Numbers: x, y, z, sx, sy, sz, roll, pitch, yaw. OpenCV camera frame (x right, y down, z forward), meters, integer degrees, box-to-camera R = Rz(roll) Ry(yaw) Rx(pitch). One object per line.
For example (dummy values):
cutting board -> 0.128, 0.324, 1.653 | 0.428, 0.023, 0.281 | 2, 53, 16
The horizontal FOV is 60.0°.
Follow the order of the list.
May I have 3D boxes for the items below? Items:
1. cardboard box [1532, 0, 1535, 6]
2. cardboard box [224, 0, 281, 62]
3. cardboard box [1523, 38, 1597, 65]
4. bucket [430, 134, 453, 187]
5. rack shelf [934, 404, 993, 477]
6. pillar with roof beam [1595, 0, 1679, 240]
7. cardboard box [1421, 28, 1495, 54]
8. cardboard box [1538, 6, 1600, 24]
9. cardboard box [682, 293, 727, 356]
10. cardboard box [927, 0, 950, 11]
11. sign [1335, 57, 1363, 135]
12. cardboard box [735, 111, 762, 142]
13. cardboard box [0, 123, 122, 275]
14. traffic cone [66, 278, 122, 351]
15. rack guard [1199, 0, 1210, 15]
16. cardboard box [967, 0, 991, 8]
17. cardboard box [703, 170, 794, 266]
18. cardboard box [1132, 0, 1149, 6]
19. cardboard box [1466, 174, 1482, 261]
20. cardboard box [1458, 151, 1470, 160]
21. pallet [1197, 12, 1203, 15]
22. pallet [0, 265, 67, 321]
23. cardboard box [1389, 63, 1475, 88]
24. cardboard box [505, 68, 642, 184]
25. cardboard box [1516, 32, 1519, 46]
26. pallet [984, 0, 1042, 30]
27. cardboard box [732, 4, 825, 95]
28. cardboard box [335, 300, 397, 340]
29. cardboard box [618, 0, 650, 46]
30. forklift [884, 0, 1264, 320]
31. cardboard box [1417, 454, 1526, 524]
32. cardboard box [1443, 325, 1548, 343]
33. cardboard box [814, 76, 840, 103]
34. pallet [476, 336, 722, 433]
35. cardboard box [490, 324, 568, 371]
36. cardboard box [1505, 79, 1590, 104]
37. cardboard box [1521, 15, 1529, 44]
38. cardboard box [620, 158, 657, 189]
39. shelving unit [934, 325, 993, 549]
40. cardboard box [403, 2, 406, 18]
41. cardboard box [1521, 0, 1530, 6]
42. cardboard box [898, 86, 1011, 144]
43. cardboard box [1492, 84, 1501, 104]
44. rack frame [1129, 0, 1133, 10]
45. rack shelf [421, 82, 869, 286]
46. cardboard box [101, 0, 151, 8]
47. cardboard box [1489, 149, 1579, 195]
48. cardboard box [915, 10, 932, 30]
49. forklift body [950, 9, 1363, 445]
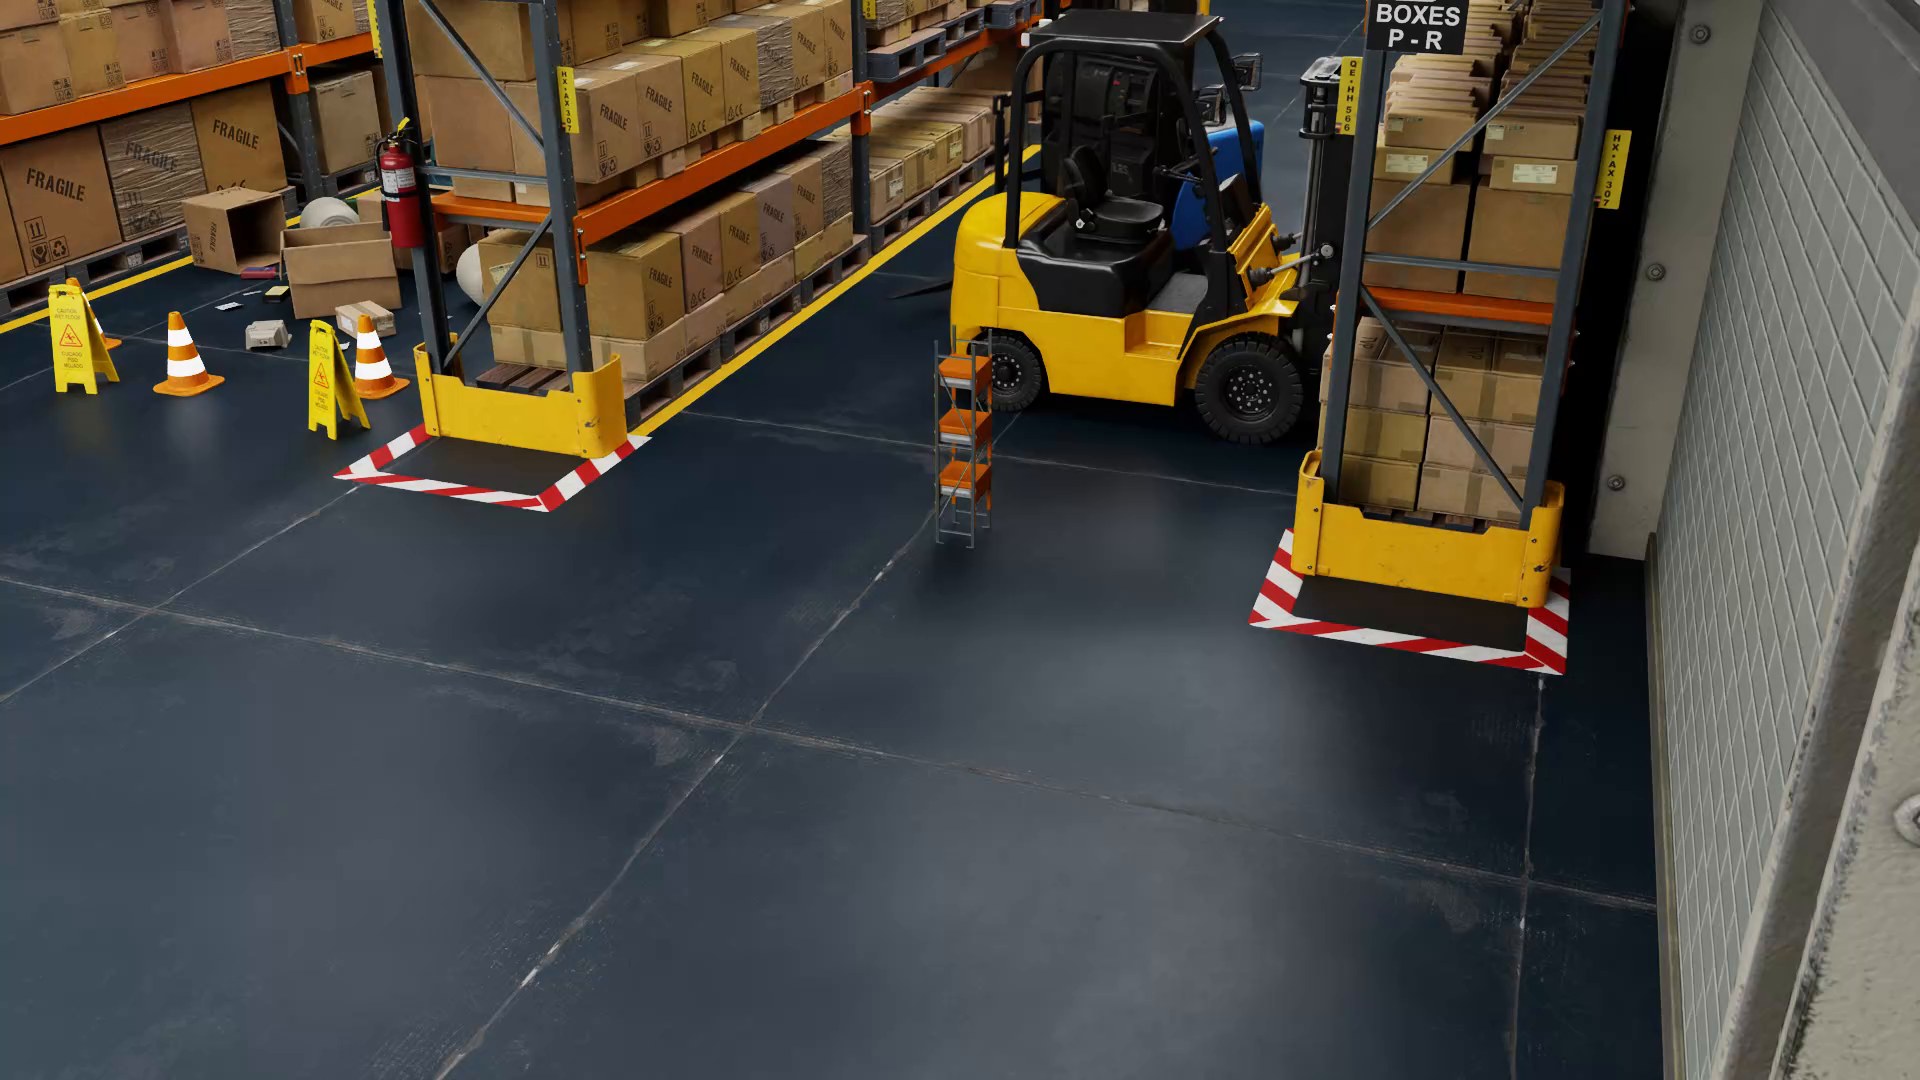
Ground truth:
cardboard box -> 4.437, -4.023, 12.258 | 0.380, 0.149, 0.250 | 10, 27, 19
cardboard box -> -5.979, -4.148, 13.202 | 0.875, 0.550, 0.550 | 9, 27, 17
cardboard box -> 3.238, -2.613, 9.005 | 0.380, 0.149, 0.250 | 8, 27, 17
bucket -> -3.739, -3.054, 13.128 | 0.726, 0.611, 0.620 | 20, 22, 35
rack shelf -> 0.018, -0.485, 8.071 | 0.215, 0.259, 0.240 | 9, 27, 17
pillar with roof beam -> 1.203, -7.141, 12.672 | 9.100, 9.000, 0.400 | 9, 27, 17
cardboard box -> 2.808, -2.794, 9.377 | 0.380, 0.149, 0.250 | 8, 27, 17
cardboard box -> 3.695, -3.135, 10.082 | 0.380, 0.149, 0.250 | 9, 27, 18
cardboard box -> -1.791, -1.365, 10.300 | 0.500, 0.250, 0.500 | 10, 27, 19
cardboard box -> -0.396, -4.483, 13.130 | 0.500, 0.500, 0.500 | 9, 27, 17
sign -> 1.678, -1.907, 7.147 | 0.100, 0.325, 0.005 | 9, 27, 17
cardboard box -> -1.485, -2.638, 10.545 | 0.380, 0.149, 0.250 | 9, 27, 18
cardboard box -> -6.745, -2.473, 11.871 | 0.875, 0.875, 0.875 | 8, 27, 17
traffic cone -> -5.683, -1.460, 10.735 | 0.336, 0.463, 0.334 | 9, 27, 17
rack guard -> 2.835, -7.373, 22.905 | 1.175, 0.500, 0.348 | 9, 27, 17
cardboard box -> 0.045, -4.660, 14.239 | 0.380, 0.149, 0.250 | 9, 27, 18
cardboard box -> -1.446, -2.145, 11.051 | 0.500, 0.500, 0.500 | 10, 28, 20
cardboard box -> 2.103, -6.491, 20.672 | 0.875, 0.438, 0.875 | 8, 27, 16
cardboard box -> 2.764, -1.621, 8.041 | 0.500, 0.500, 0.500 | 10, 27, 19
cardboard box -> 2.237, -1.922, 7.919 | 0.380, 0.149, 0.250 | 9, 27, 18
pallet -> 2.635, -6.894, 22.245 | 1.003, 0.211, 1.213 | 9, 27, 17
pallet -> -7.006, -1.675, 11.466 | 1.003, 0.211, 1.213 | 9, 27, 17
cardboard box -> 2.355, -2.276, 8.308 | 0.380, 0.149, 0.250 | 9, 27, 19
cardboard box -> -2.078, -2.247, 8.992 | 0.500, 0.500, 0.500 | 8, 27, 17
cardboard box -> 3.603, -3.448, 11.527 | 0.500, 0.250, 0.500 | 8, 27, 16
pallet -> 0.028, -4.806, 14.955 | 1.213, 0.211, 1.003 | 9, 27, 17
cardboard box -> -1.244, -3.305, 11.178 | 0.500, 0.500, 0.500 | 10, 27, 19
cardboard box -> -3.966, -1.462, 11.098 | 0.250, 0.149, 0.380 | -20, 33, -36
cardboard box -> -2.285, -3.215, 9.845 | 0.700, 0.500, 0.500 | 8, 27, 17
forklift -> 0.811, -3.092, 11.273 | 3.031, 2.935, 1.130 | -23, 34, -39
cardboard box -> 2.533, -0.320, 8.142 | 0.500, 0.250, 0.500 | 9, 27, 18
cardboard box -> 2.686, -0.973, 8.342 | 0.500, 0.250, 0.500 | 9, 27, 18
cardboard box -> -1.062, -3.164, 11.632 | 0.380, 0.149, 0.250 | 9, 27, 19
pallet -> -2.168, -1.018, 10.111 | 1.003, 0.211, 1.213 | 9, 27, 17
cardboard box -> -2.474, -1.246, 10.055 | 0.500, 0.250, 0.500 | 9, 27, 17
cardboard box -> 2.788, -2.086, 7.915 | 0.380, 0.149, 0.250 | 9, 27, 18
cardboard box -> 3.835, -3.289, 10.742 | 0.380, 0.149, 0.250 | 8, 27, 16
cardboard box -> -1.954, -2.113, 9.460 | 0.380, 0.149, 0.250 | 8, 27, 16
shelving unit -> 0.018, -0.495, 8.067 | 0.215, 1.050, 0.252 | 9, 27, 17
cardboard box -> -5.103, -4.868, 14.748 | 0.500, 0.500, 0.500 | 9, 27, 17
cardboard box -> 4.048, -4.079, 12.373 | 0.380, 0.149, 0.250 | 9, 27, 17
cardboard box -> -0.033, -3.977, 15.554 | 0.950, 0.372, 0.625 | 7, 27, 14
cardboard box -> 2.797, -2.315, 9.474 | 0.500, 0.500, 0.500 | 8, 27, 17
rack frame -> 1.496, -6.845, 18.945 | 1.000, 3.000, 0.127 | 9, 27, 17
rack shelf -> -1.832, -2.412, 10.614 | 1.077, 0.370, 4.000 | 9, 27, 17
cardboard box -> -6.406, -4.196, 12.062 | 0.875, 0.550, 0.550 | 9, 27, 17
cardboard box -> 2.542, -1.634, 7.323 | 0.380, 0.149, 0.250 | 8, 27, 16
cardboard box -> -0.446, -4.143, 13.171 | 0.380, 0.149, 0.250 | 9, 27, 18
forklift body -> 1.095, -1.857, 9.617 | 2.313, 2.155, 1.214 | 9, 27, 17
